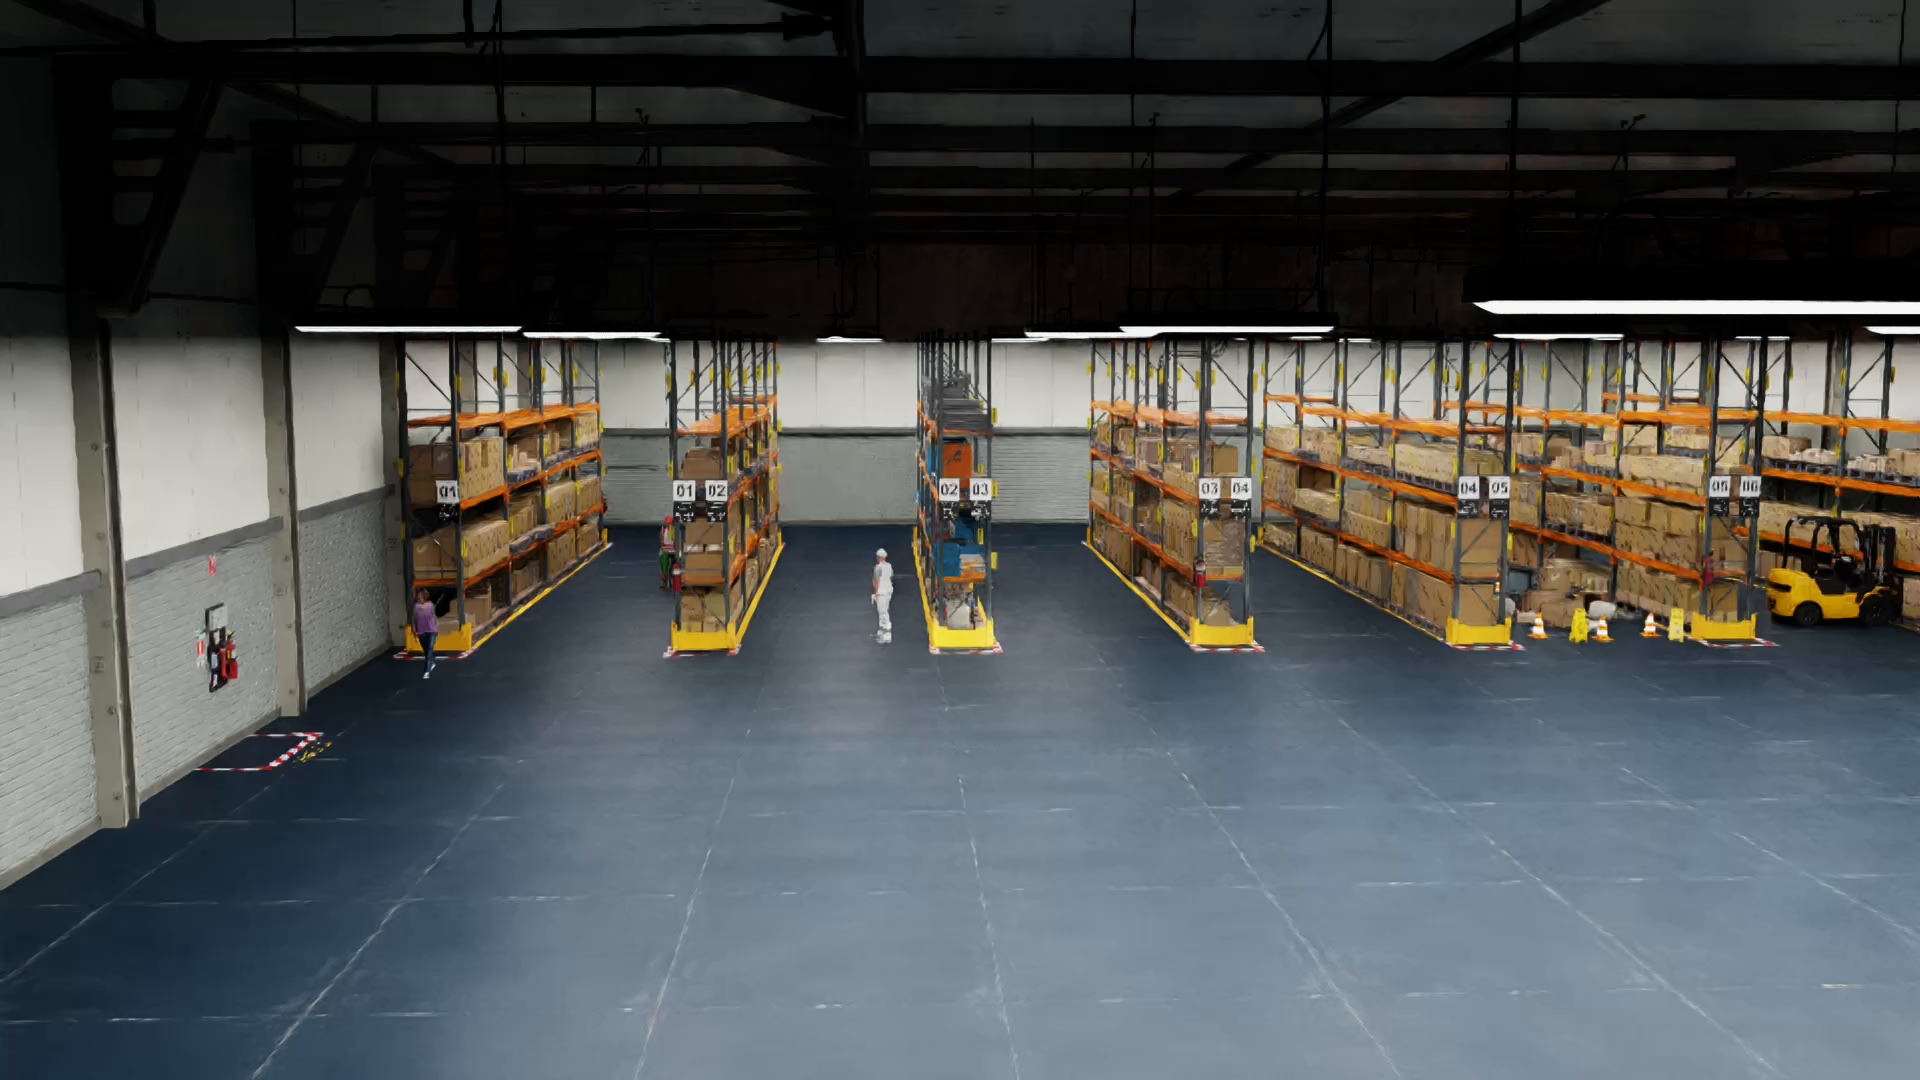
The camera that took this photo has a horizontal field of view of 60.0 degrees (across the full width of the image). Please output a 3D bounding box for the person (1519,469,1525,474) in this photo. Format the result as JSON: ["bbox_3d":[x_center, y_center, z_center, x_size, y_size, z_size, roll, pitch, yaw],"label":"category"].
[{"bbox_3d":[17.830,-1.356,52.493,0.463,1.776,0.712,-5,8,-36],"label":"person"}]

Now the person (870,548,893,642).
[{"bbox_3d":[-1.526,1.044,32.081,0.577,1.785,0.655,3,7,25],"label":"person"}]

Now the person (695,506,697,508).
[{"bbox_3d":[-7.274,-0.506,46.123,0.580,1.618,0.507,-1,7,-5],"label":"person"}]

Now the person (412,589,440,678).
[{"bbox_3d":[-9.238,1.579,28.715,0.417,1.516,1.037,0,7,0],"label":"person"}]

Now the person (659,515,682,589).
[{"bbox_3d":[-6.802,0.260,39.057,0.549,1.709,1.124,-1,7,-5],"label":"person"}]
